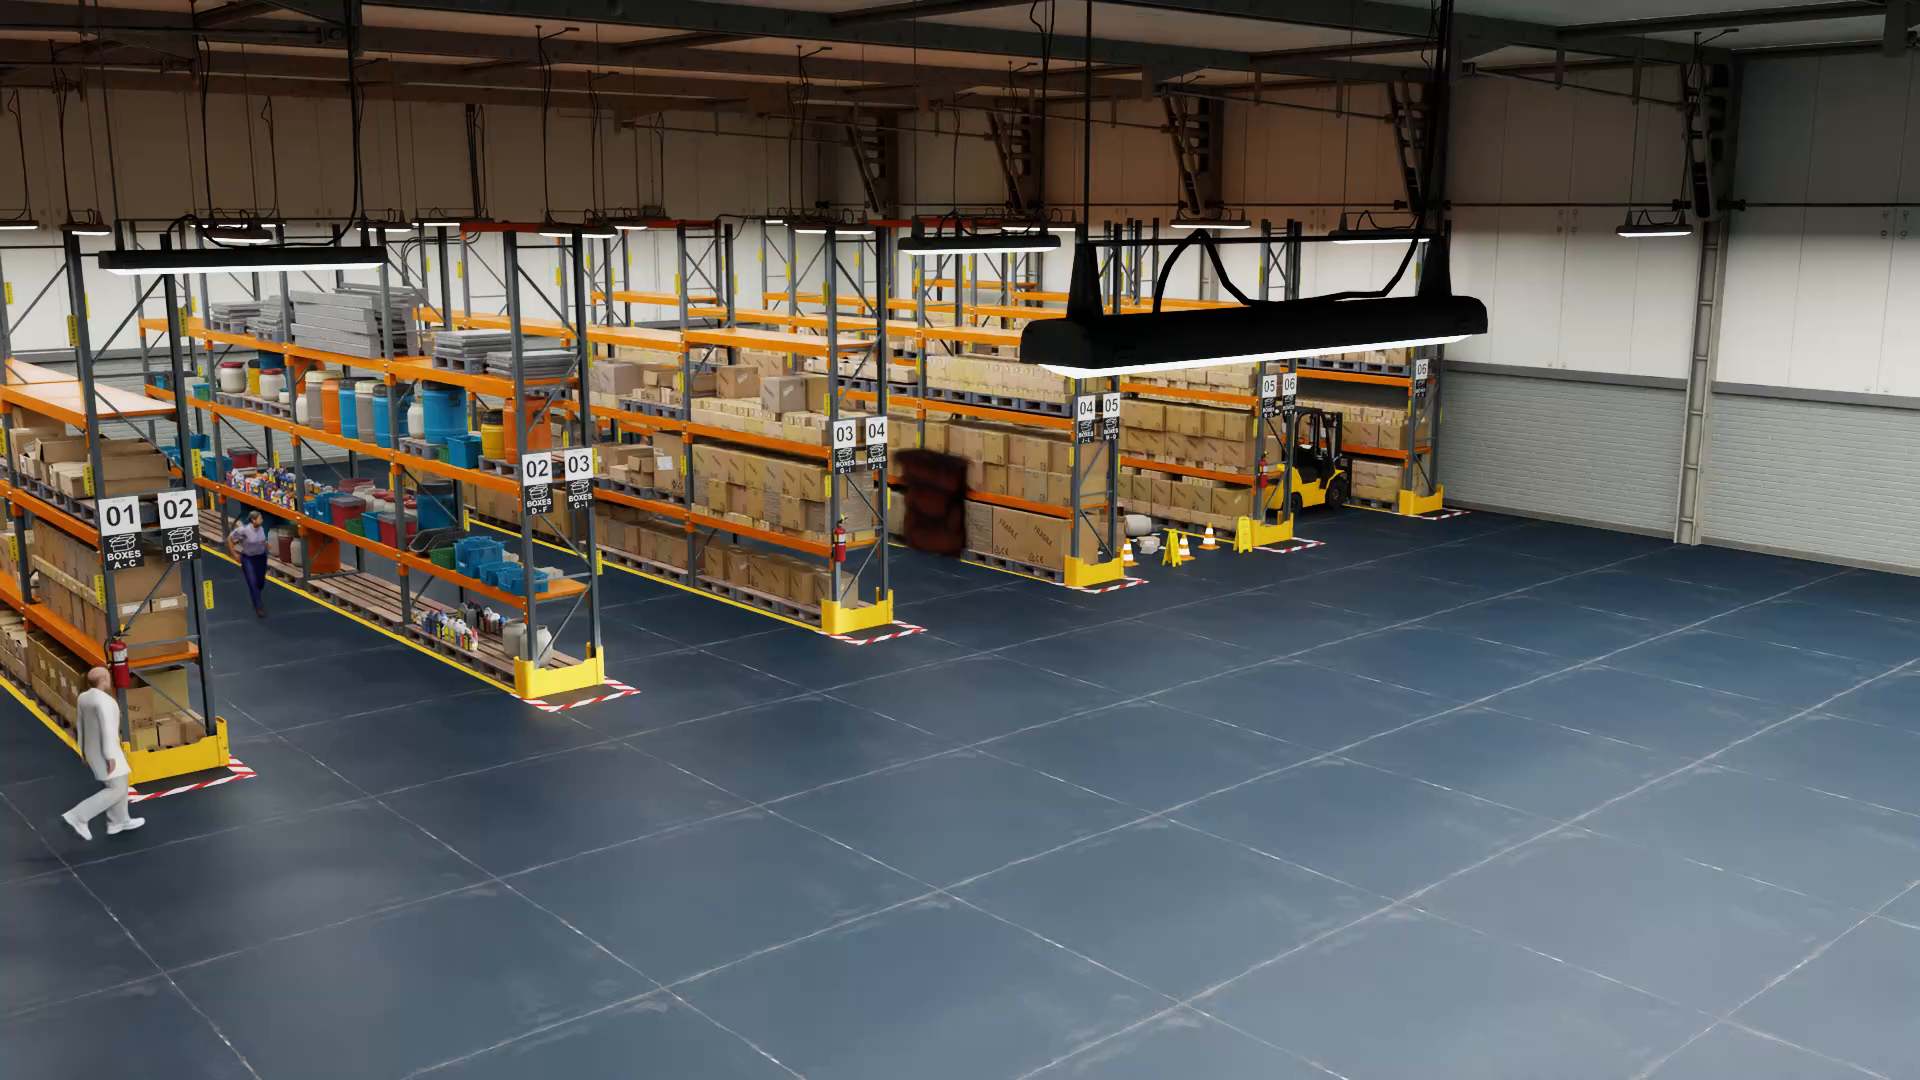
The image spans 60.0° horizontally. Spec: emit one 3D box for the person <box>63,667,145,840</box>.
[{"bbox_3d":[-8.687,2.144,16.733,0.780,1.745,0.649,-9,15,-39],"label":"person"}]

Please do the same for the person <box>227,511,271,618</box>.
[{"bbox_3d":[-11.076,0.339,25.953,0.626,1.600,1.007,-9,14,-37],"label":"person"}]

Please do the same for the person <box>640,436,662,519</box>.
[{"bbox_3d":[-6.473,-1.293,33.978,0.540,1.680,0.991,-8,14,-36],"label":"person"}]
